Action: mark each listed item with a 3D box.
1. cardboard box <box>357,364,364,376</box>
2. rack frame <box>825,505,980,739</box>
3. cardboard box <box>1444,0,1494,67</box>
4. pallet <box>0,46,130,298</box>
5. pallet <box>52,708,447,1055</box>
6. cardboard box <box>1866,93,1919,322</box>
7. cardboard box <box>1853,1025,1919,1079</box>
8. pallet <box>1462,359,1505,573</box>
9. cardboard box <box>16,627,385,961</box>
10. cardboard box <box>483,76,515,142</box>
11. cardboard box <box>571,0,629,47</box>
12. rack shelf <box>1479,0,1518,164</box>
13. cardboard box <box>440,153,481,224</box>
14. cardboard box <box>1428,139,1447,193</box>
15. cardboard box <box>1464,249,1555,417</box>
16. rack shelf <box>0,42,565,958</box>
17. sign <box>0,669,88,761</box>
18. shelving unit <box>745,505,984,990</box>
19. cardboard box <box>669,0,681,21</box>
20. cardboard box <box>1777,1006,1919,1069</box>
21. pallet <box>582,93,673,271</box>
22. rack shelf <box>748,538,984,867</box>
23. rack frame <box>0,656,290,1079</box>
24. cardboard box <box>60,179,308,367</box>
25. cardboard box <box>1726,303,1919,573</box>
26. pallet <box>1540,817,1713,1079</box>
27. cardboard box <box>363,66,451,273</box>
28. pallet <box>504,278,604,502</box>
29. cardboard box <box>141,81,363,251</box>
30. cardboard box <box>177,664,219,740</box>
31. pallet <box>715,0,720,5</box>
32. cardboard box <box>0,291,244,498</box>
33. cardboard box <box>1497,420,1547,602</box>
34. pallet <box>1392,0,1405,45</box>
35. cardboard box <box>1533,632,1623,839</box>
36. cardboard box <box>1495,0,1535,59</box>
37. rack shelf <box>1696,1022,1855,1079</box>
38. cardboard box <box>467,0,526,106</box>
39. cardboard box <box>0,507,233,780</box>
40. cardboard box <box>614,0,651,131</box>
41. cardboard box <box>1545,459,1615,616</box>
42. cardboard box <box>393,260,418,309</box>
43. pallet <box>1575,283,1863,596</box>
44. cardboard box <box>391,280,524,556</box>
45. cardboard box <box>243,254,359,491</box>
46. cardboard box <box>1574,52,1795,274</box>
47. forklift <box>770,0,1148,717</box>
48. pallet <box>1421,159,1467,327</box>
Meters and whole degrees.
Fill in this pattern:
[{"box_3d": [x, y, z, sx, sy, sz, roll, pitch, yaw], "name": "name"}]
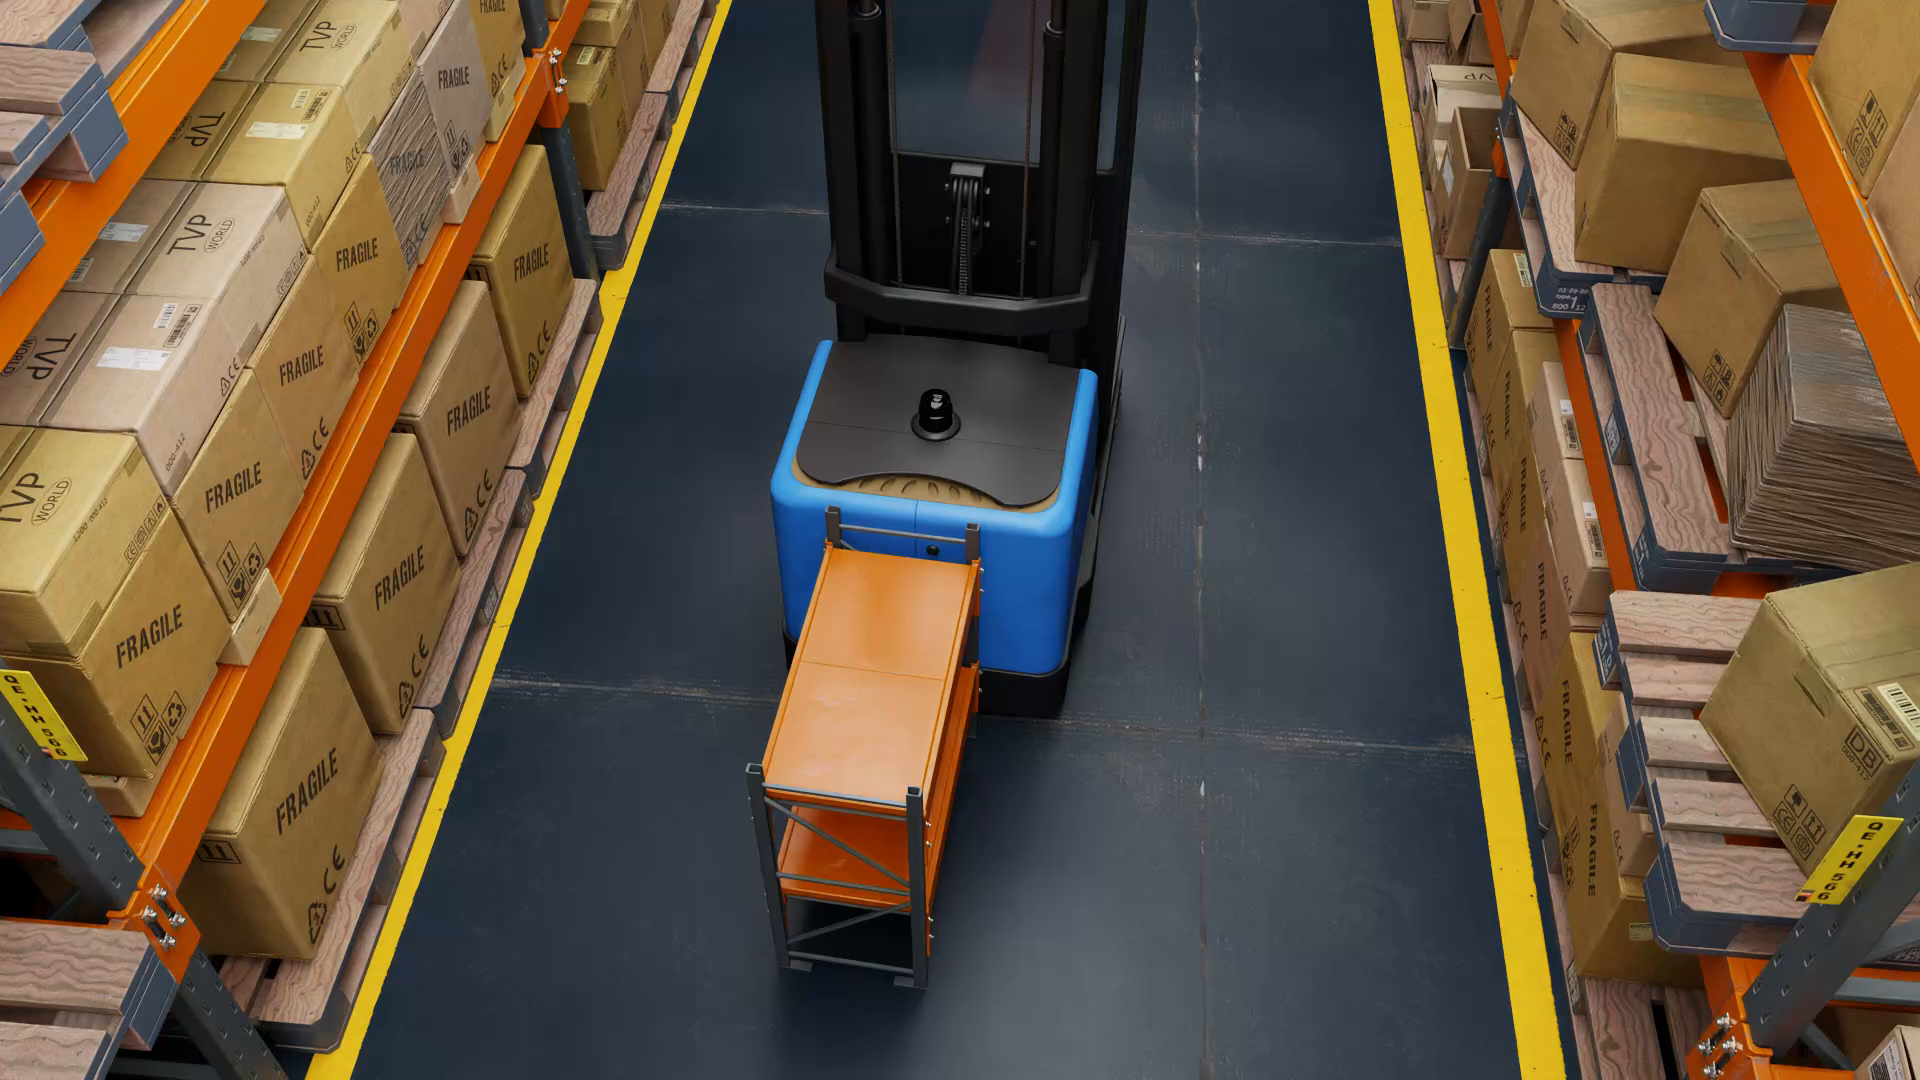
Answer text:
[{"box_3d": [-2.181, -0.554, 5.406, 0.380, 0.149, 0.250, 4, 48, 4], "name": "cardboard box"}, {"box_3d": [-0.184, 0.309, 5.731, 0.500, 1.125, 0.032, 7, 48, 6], "name": "rack frame"}, {"box_3d": [2.894, -2.573, 8.490, 0.797, 0.503, 0.637, 4, 48, 4], "name": "cardboard box"}, {"box_3d": [-2.564, -0.703, 3.481, 1.213, 0.211, 1.003, 6, 48, 5], "name": "pallet"}, {"box_3d": [-2.423, 1.089, 5.637, 1.003, 0.211, 1.213, 4, 48, 4], "name": "pallet"}, {"box_3d": [2.416, -0.691, 3.275, 0.910, 0.500, 0.500, 4, 48, 4], "name": "cardboard box"}, {"box_3d": [2.287, 1.347, 3.571, 0.500, 0.311, 0.500, 7, 48, 6], "name": "cardboard box"}, {"box_3d": [2.691, -0.345, 6.949, 1.003, 0.211, 1.213, 4, 48, 4], "name": "pallet"}, {"box_3d": [-2.373, 0.775, 5.207, 0.750, 0.750, 0.750, 3, 48, 3], "name": "cardboard box"}, {"box_3d": [-1.954, -1.684, 6.440, 0.380, 0.149, 0.250, 5, 48, 4], "name": "cardboard box"}, {"box_3d": [-1.823, -2.516, 8.014, 0.380, 0.149, 0.250, 5, 48, 5], "name": "cardboard box"}, {"box_3d": [2.910, -3.113, 8.078, 1.077, 0.370, 4.000, 4, 48, 4], "name": "rack shelf"}, {"box_3d": [-1.988, -1.299, 6.088, 0.380, 0.149, 0.250, 4, 48, 4], "name": "cardboard box"}, {"box_3d": [2.472, -1.790, 8.014, 0.380, 0.149, 0.250, 4, 48, 4], "name": "cardboard box"}, {"box_3d": [2.441, -0.852, 6.919, 0.500, 0.500, 0.500, 2, 48, 2], "name": "cardboard box"}, {"box_3d": [-2.388, -0.504, 5.692, 1.077, 0.370, 4.000, 4, 48, 4], "name": "rack shelf"}, {"box_3d": [-2.029, 0.388, 3.657, 0.100, 0.325, 0.005, 4, 48, 4], "name": "sign"}, {"box_3d": [-0.268, 0.678, 5.393, 0.538, 1.125, 1.048, 7, 48, 6], "name": "shelving unit"}, {"box_3d": [-1.896, -3.196, 9.076, 0.700, 0.500, 0.500, 2, 48, 2], "name": "cardboard box"}, {"box_3d": [2.689, 1.433, 4.829, 0.500, 0.500, 0.500, 6, 48, 5], "name": "cardboard box"}, {"box_3d": [-2.058, -1.829, 8.306, 1.003, 0.211, 1.213, 4, 48, 4], "name": "pallet"}, {"box_3d": [-0.268, 0.481, 5.177, 0.538, 0.278, 1.000, 7, 48, 6], "name": "rack shelf"}, {"box_3d": [-2.567, 0.723, 4.082, 0.949, 2.616, 0.053, 4, 48, 4], "name": "rack frame"}, {"box_3d": [-2.182, -0.751, 4.639, 0.500, 0.250, 0.500, 4, 48, 4], "name": "cardboard box"}, {"box_3d": [2.582, -0.252, 4.622, 0.700, 0.500, 0.500, 12, 49, 11], "name": "cardboard box"}, {"box_3d": [2.469, 1.448, 5.309, 1.003, 0.211, 1.213, 4, 48, 4], "name": "pallet"}, {"box_3d": [-2.088, -1.258, 5.610, 0.500, 0.500, 0.500, 4, 48, 4], "name": "cardboard box"}, {"box_3d": [-2.201, -0.704, 7.277, 1.003, 0.211, 1.213, 4, 48, 4], "name": "pallet"}, {"box_3d": [-2.142, -1.126, 4.982, 0.500, 0.250, 0.500, 3, 48, 3], "name": "cardboard box"}, {"box_3d": [-2.278, 0.390, 4.544, 0.380, 0.149, 0.250, 4, 48, 4], "name": "cardboard box"}, {"box_3d": [-1.836, -3.622, 9.946, 1.003, 0.211, 1.213, 4, 48, 4], "name": "pallet"}, {"box_3d": [-2.224, -0.383, 4.302, 0.500, 0.250, 0.500, 3, 48, 3], "name": "cardboard box"}, {"box_3d": [2.350, -0.093, 6.224, 0.500, 0.500, 0.500, 4, 48, 4], "name": "cardboard box"}, {"box_3d": [3.014, -3.243, 9.599, 1.003, 0.211, 1.213, 4, 48, 4], "name": "pallet"}, {"box_3d": [2.262, 0.665, 5.531, 0.500, 0.500, 0.500, 2, 48, 2], "name": "cardboard box"}, {"box_3d": [2.518, -2.305, 6.783, 0.500, 0.500, 0.500, 5, 48, 4], "name": "cardboard box"}, {"box_3d": [2.181, 2.765, 2.702, 1.077, 0.370, 4.000, 4, 48, 4], "name": "rack shelf"}, {"box_3d": [-1.997, -2.002, 6.291, 0.500, 0.500, 0.500, 3, 48, 3], "name": "cardboard box"}, {"box_3d": [-2.271, 0.242, 4.239, 0.500, 0.500, 0.500, 5, 48, 5], "name": "cardboard box"}, {"box_3d": [-1.986, -2.427, 8.372, 0.700, 0.500, 0.500, 3, 48, 3], "name": "cardboard box"}, {"box_3d": [2.305, -0.002, 5.633, 0.500, 0.250, 0.500, 3, 48, 3], "name": "cardboard box"}, {"box_3d": [-2.114, -0.941, 5.760, 0.380, 0.149, 0.250, 3, 48, 2], "name": "cardboard box"}, {"box_3d": [2.536, -0.312, 5.158, 1.003, 0.211, 1.213, 4, 48, 4], "name": "pallet"}, {"box_3d": [-2.214, -0.493, 6.367, 0.750, 0.750, 0.750, 5, 48, 5], "name": "cardboard box"}, {"box_3d": [-2.168, -0.507, 4.924, 0.500, 0.500, 0.500, 4, 48, 3], "name": "cardboard box"}, {"box_3d": [2.462, -1.219, 5.506, 0.700, 0.500, 0.500, 11, 48, 10], "name": "cardboard box"}, {"box_3d": [0.106, -1.447, 6.113, 1.130, 2.935, 3.031, 7, 48, 7], "name": "forklift"}, {"box_3d": [2.791, -1.450, 7.959, 1.003, 0.211, 1.213, 4, 48, 4], "name": "pallet"}]
